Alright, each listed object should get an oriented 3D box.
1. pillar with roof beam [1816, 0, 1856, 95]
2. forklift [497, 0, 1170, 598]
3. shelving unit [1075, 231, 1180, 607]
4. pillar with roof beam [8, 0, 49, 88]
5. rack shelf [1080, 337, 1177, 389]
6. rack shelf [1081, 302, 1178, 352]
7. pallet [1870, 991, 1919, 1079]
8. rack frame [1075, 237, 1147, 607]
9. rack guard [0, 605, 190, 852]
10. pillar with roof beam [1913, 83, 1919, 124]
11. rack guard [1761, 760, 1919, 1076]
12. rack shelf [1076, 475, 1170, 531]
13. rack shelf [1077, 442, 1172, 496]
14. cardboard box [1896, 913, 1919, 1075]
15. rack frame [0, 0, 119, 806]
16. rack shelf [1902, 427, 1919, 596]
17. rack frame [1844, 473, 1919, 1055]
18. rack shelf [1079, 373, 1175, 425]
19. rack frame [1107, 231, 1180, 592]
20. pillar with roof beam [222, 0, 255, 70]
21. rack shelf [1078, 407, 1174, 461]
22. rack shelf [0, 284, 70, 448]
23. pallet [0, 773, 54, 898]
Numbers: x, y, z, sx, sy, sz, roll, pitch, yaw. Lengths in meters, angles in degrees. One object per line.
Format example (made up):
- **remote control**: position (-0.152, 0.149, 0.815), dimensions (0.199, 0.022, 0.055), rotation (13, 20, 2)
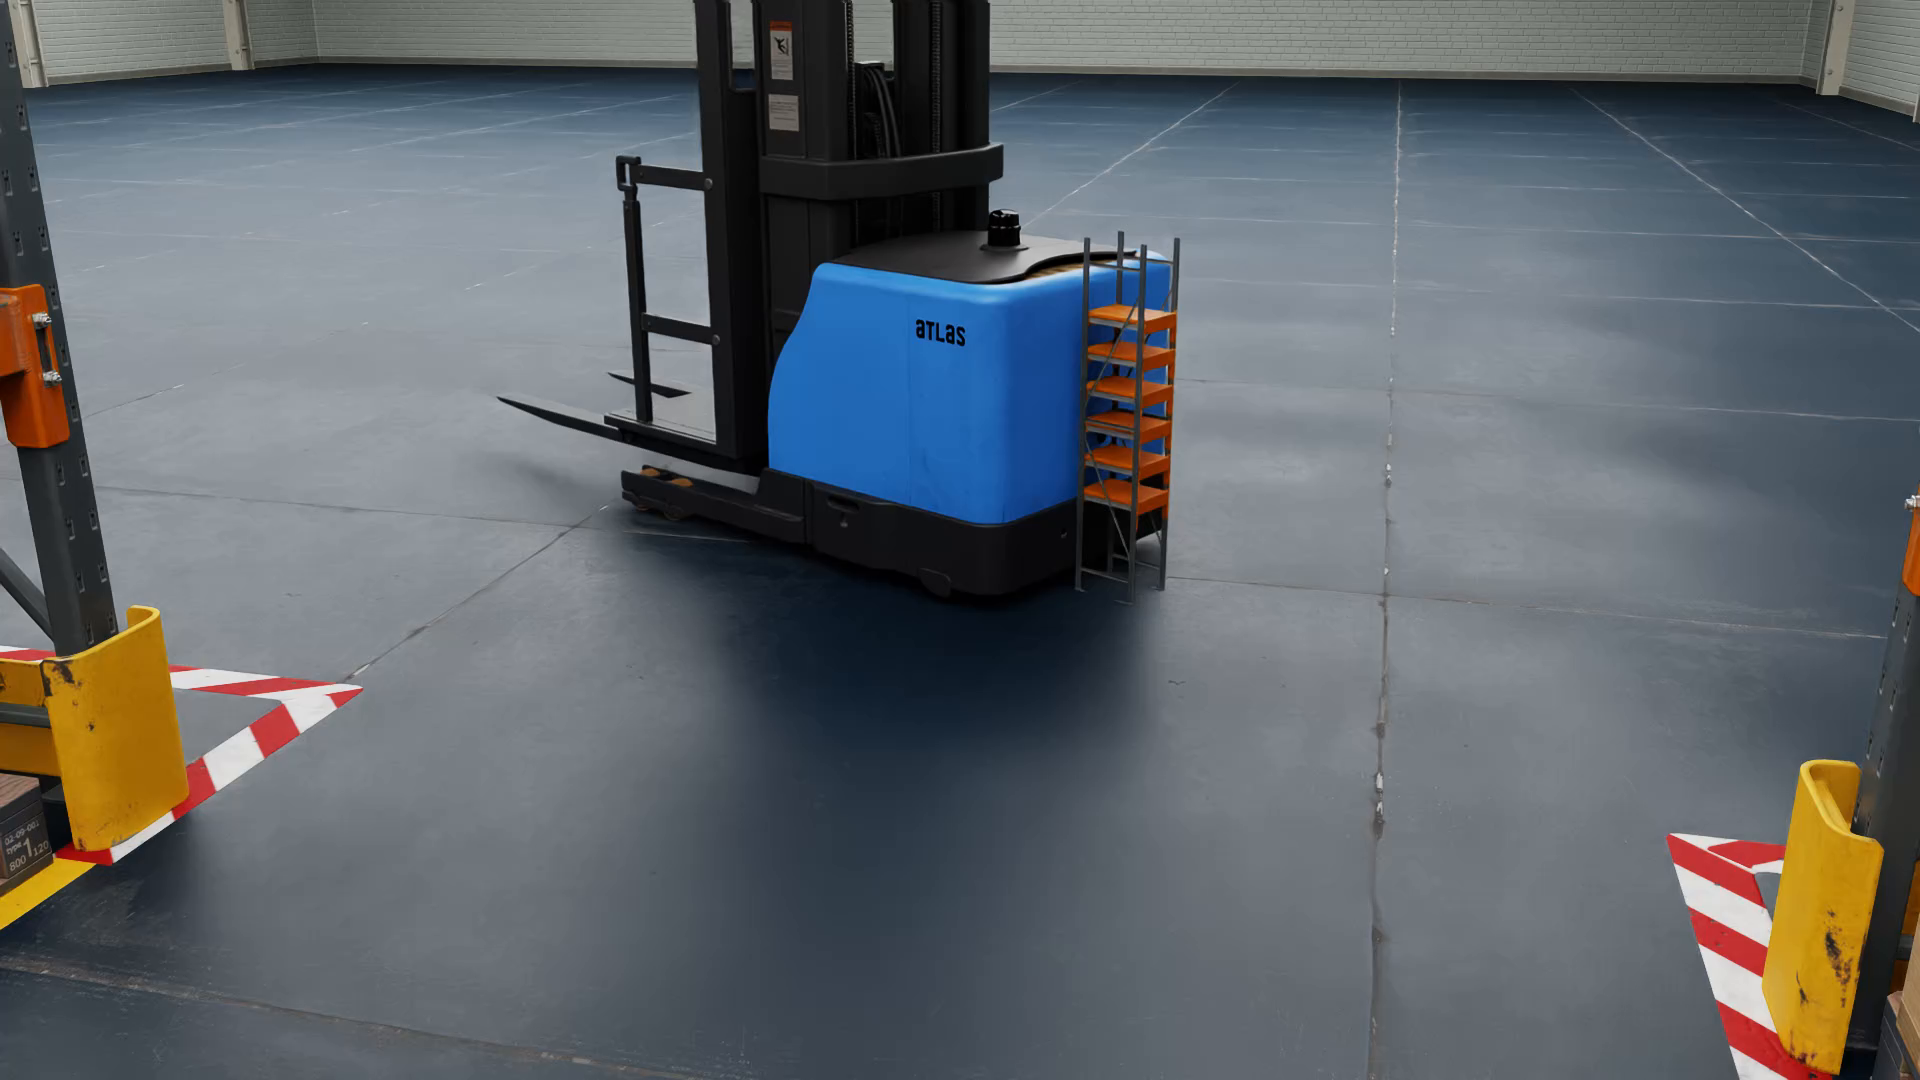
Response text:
- **pillar with roof beam**: position (10.832, -12.305, 28.292), dimensions (9.100, 9.000, 0.400), rotation (5, 19, 13)
- **forklift**: position (-0.692, -1.572, 6.255), dimensions (3.031, 2.935, 1.130), rotation (16, 24, 38)
- **shelving unit**: position (0.547, -0.394, 5.484), dimensions (0.258, 1.200, 0.189), rotation (16, 24, 38)
- **pillar with roof beam**: position (-12.830, -12.233, 28.079), dimensions (9.100, 9.000, 0.400), rotation (5, 19, 13)
- **rack shelf**: position (0.547, -0.579, 5.420), dimensions (0.258, 0.103, 0.180), rotation (16, 24, 38)
- **rack shelf**: position (0.548, -0.692, 5.381), dimensions (0.258, 0.103, 0.180), rotation (16, 24, 38)
- **pallet**: position (2.059, 1.161, 2.461), dimensions (1.003, 0.211, 1.213), rotation (5, 19, 13)
- **rack frame**: position (0.487, -0.372, 5.418), dimensions (0.240, 1.200, 0.006), rotation (16, 24, 38)
- **rack guard**: position (-2.570, 0.417, 4.194), dimensions (1.175, 0.500, 0.348), rotation (5, 19, 13)
- **pillar with roof beam**: position (9.366, -10.425, 22.787), dimensions (9.100, 9.000, 0.400), rotation (5, 19, 13)
- **rack guard**: position (2.211, 0.774, 3.148), dimensions (1.175, 0.500, 0.348), rotation (5, 19, 13)
- **rack shelf**: position (0.546, -0.125, 5.576), dimensions (0.258, 0.103, 0.180), rotation (16, 24, 38)
- **rack shelf**: position (0.547, -0.238, 5.537), dimensions (0.258, 0.103, 0.180), rotation (16, 24, 38)
- **cardboard box**: position (1.858, 0.852, 2.658), dimensions (0.500, 0.250, 0.500), rotation (5, 19, 13)
- **rack frame**: position (-2.597, -0.794, 3.870), dimensions (1.000, 3.000, 0.127), rotation (5, 19, 13)
- **rack shelf**: position (1.716, 0.566, 1.003), dimensions (1.077, 0.370, 4.000), rotation (5, 19, 13)
- **rack frame**: position (2.205, -0.401, 2.722), dimensions (1.000, 3.000, 0.127), rotation (5, 19, 13)
- **rack shelf**: position (0.547, -0.465, 5.459), dimensions (0.258, 0.103, 0.180), rotation (16, 24, 38)
- **rack frame**: position (0.607, -0.416, 5.549), dimensions (0.240, 1.200, 0.006), rotation (16, 24, 38)
- **pillar with roof beam**: position (-11.364, -14.113, 33.585), dimensions (9.100, 9.000, 0.400), rotation (5, 19, 13)
- **rack shelf**: position (0.547, -0.352, 5.498), dimensions (0.258, 0.103, 0.180), rotation (16, 24, 38)
- **rack shelf**: position (-3.086, 0.174, 2.151), dimensions (1.077, 0.370, 4.000), rotation (5, 19, 13)
- **pallet**: position (-2.774, 0.808, 3.496), dimensions (1.003, 0.211, 1.213), rotation (5, 19, 13)
